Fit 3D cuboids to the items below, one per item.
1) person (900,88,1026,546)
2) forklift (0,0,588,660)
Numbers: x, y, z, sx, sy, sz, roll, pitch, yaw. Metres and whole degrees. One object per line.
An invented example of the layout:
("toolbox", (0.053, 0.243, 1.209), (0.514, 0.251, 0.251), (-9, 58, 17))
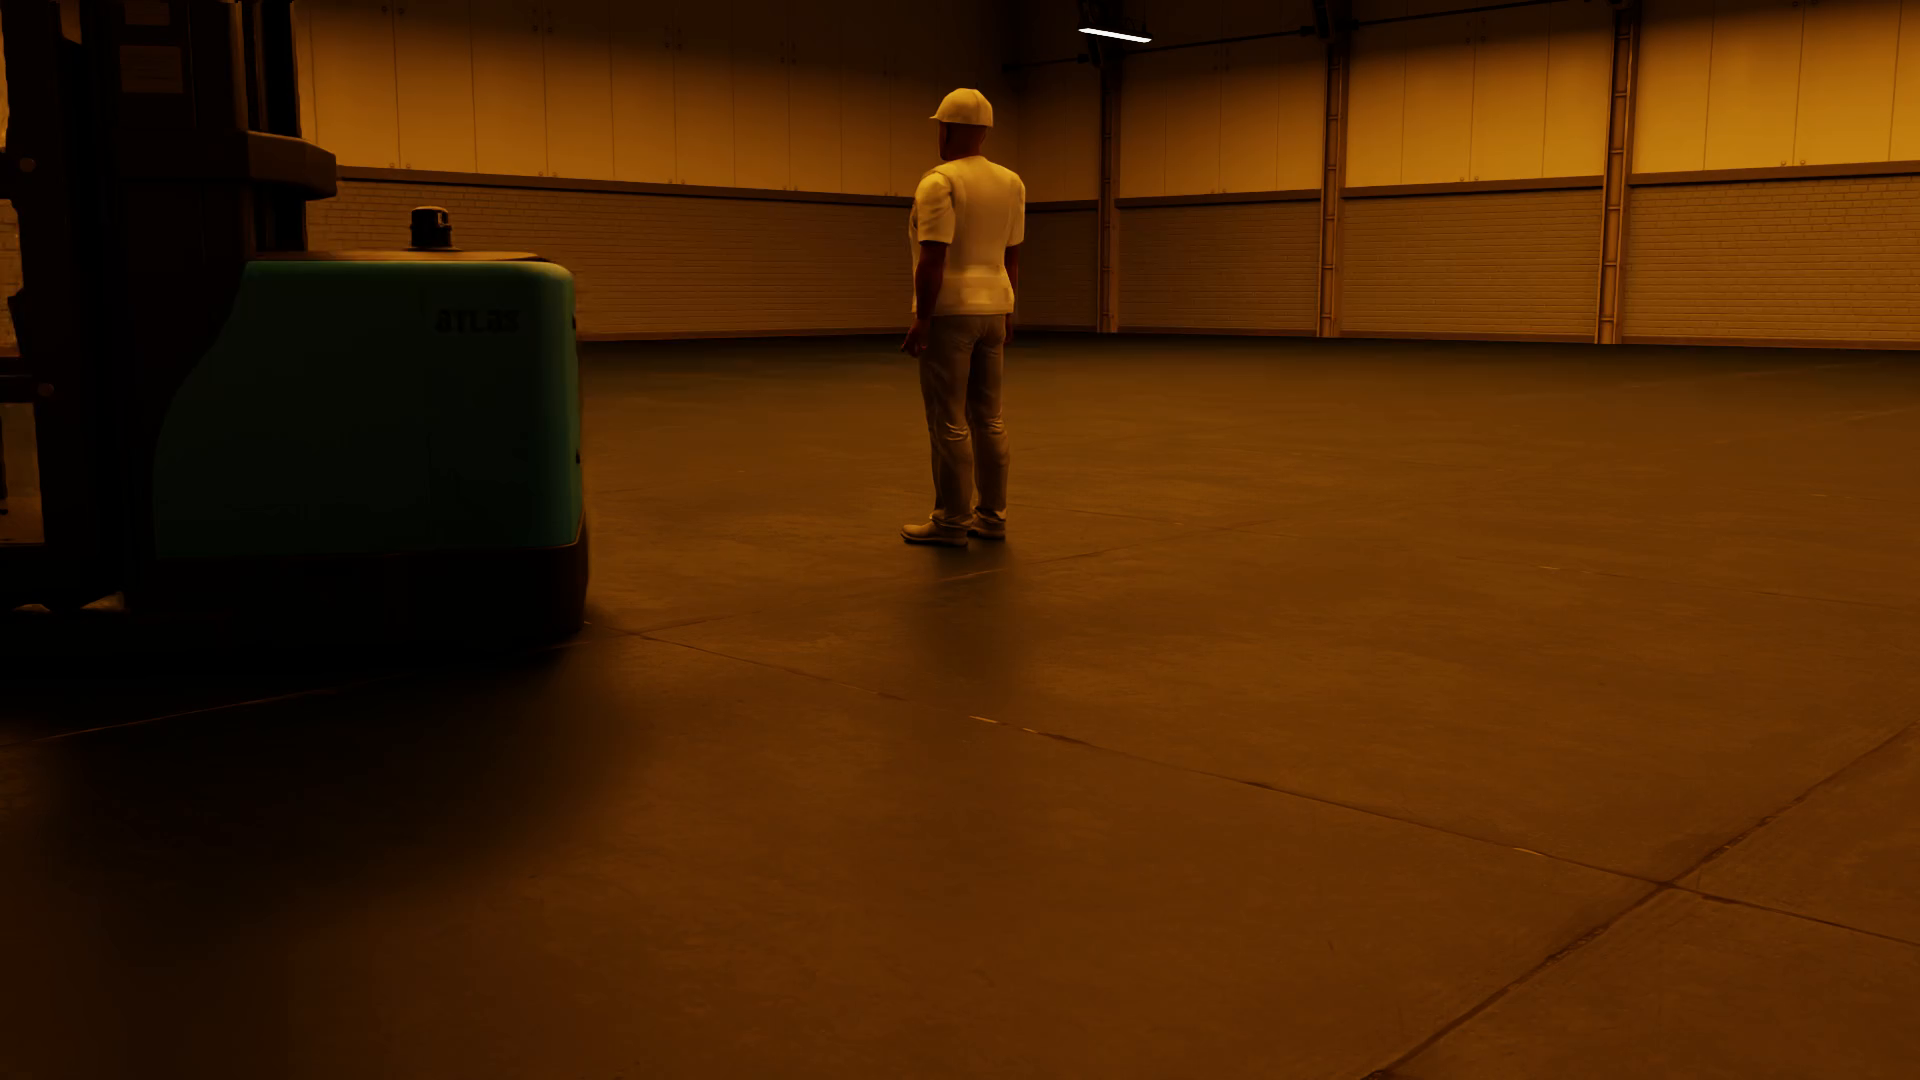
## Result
("person", (-0.009, -0.872, 6.580), (0.388, 1.770, 0.556), (8, 12, 43))
("forklift", (-2.625, -1.155, 4.544), (3.031, 2.935, 1.130), (-2, 9, -11))
